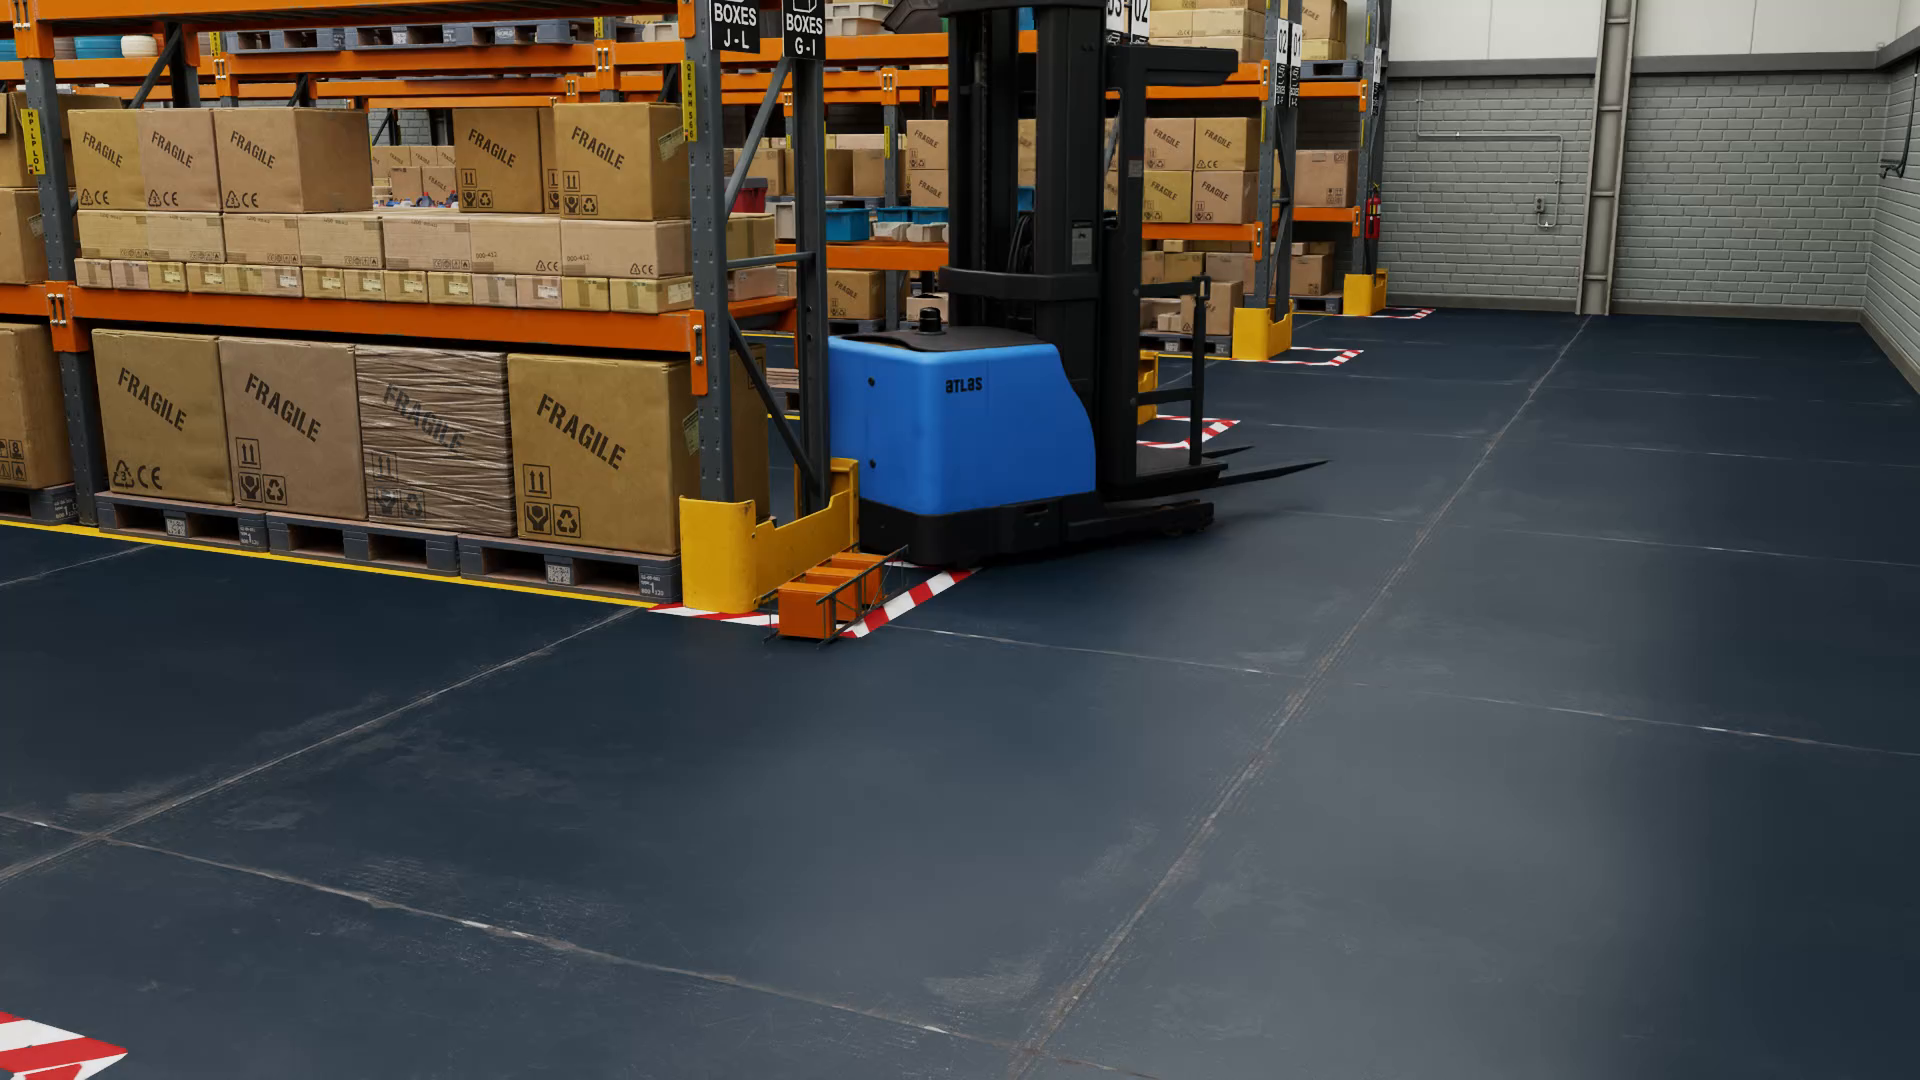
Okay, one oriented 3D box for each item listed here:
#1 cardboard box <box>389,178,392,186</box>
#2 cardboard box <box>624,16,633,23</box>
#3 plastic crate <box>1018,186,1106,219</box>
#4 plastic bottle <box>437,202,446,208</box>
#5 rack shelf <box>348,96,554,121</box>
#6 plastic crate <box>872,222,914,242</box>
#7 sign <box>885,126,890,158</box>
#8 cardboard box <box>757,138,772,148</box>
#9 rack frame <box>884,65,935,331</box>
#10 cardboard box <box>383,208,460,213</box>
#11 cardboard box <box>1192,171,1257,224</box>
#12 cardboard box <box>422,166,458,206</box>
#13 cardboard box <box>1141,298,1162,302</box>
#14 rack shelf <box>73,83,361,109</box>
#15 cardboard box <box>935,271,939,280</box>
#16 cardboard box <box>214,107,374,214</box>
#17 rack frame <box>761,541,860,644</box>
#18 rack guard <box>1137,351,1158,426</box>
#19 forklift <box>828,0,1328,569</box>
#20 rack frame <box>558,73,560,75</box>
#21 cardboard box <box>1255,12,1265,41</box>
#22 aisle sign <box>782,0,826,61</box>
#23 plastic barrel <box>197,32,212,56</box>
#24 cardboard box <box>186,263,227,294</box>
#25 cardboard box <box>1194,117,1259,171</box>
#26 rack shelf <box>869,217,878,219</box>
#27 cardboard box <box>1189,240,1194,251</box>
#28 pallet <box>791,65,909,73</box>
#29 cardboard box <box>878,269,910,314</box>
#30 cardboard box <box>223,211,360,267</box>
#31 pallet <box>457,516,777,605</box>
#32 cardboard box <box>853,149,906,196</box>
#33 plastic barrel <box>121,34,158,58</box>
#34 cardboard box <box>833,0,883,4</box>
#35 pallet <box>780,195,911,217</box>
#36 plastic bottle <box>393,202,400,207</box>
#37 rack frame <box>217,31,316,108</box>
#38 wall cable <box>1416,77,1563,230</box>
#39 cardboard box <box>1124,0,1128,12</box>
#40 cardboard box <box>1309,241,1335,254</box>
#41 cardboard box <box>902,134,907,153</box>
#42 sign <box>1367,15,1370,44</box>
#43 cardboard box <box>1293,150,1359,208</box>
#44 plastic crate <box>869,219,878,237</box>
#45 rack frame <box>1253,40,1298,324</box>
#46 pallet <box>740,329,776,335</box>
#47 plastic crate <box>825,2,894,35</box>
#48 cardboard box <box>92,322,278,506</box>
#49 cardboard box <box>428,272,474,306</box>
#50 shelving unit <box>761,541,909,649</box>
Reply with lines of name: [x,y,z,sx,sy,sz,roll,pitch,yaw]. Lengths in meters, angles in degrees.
cardboard box: [-8.709,-5.631,26.472,0.500,0.250,0.500,5,14,21]
cardboard box: [-3.799,-6.030,18.913,0.500,0.500,0.500,6,14,23]
plastic crate: [0.727,-2.340,11.951,0.499,0.435,0.616,6,14,23]
plastic bottle: [-4.384,-2.722,14.072,0.097,0.271,0.097,0,13,0]
rack shelf: [-7.679,-6.776,26.075,4.000,0.370,1.077,6,14,23]
plastic crate: [-0.512,-2.314,12.496,0.250,0.136,0.298,6,14,23]
sign: [-0.760,-4.153,17.354,0.005,0.325,0.100,6,14,23]
cardboard box: [-2.820,-5.742,24.057,0.250,0.149,0.380,3,14,14]
rack frame: [-0.539,-3.706,17.982,0.127,3.000,1.000,6,14,23]
cardboard box: [-2.642,-1.581,8.602,0.500,0.250,0.500,5,14,22]
cardboard box: [2.599,-3.369,16.327,0.500,0.500,0.500,6,15,25]
cardboard box: [-6.218,-4.325,20.402,0.500,0.500,0.500,6,14,23]
cardboard box: [1.822,-2.413,17.529,0.500,0.250,0.500,6,14,23]
rack shelf: [-9.682,-5.741,21.664,4.000,0.370,1.077,6,14,23]
cardboard box: [0.004,-4.013,23.078,0.750,0.750,0.750,6,15,25]
cardboard box: [-3.295,-1.882,8.244,0.500,0.500,0.500,5,14,21]
rack frame: [-0.641,0.215,7.302,0.008,0.200,1.050,4,14,18]
rack guard: [1.136,-1.085,12.284,0.348,0.500,1.175,6,14,23]
forklift: [0.749,-1.531,8.862,3.031,2.935,1.130,-10,16,-35]
rack frame: [-5.850,-8.402,24.862,0.127,3.000,1.000,6,14,23]
cardboard box: [2.754,-5.068,16.456,0.500,0.250,0.500,6,14,23]
aisle sign: [-0.710,-2.589,7.530,0.004,0.787,0.394,6,14,23]
plastic barrel: [-6.868,-4.867,15.268,0.600,0.901,0.600,0,13,0]
cardboard box: [-3.696,-1.345,8.472,0.250,0.149,0.380,5,14,22]
cardboard box: [2.600,-3.855,16.209,0.500,0.500,0.500,6,14,23]
rack shelf: [-2.367,-3.541,18.852,4.000,0.370,1.077,6,14,23]
cardboard box: [3.009,-3.912,21.994,0.250,0.149,0.380,6,14,24]
pallet: [-1.106,-5.150,17.980,1.003,0.211,1.213,6,14,23]
cardboard box: [-0.882,-2.799,18.624,0.500,0.500,0.500,5,14,21]
cardboard box: [-3.302,-1.517,8.330,0.500,0.250,0.500,6,15,25]
pallet: [-1.660,0.033,8.152,1.213,0.211,1.003,6,14,23]
cardboard box: [-0.881,-4.049,18.308,0.500,0.500,0.700,1,13,4]
plastic barrel: [-7.463,-4.504,15.118,0.301,0.262,0.301,0,13,0]
cardboard box: [-0.969,-5.530,17.832,0.600,0.600,0.600,4,14,18]
pallet: [-1.225,-3.709,18.416,1.213,0.211,1.003,6,14,23]
plastic bottle: [-4.790,-2.748,14.182,0.097,0.271,0.097,0,13,0]
rack frame: [-6.205,-3.042,15.151,0.127,3.000,1.000,6,14,23]
wall cable: [6.676,-4.944,21.036,1.851,1.984,0.084,6,14,23]
cardboard box: [1.719,-5.463,16.498,0.500,0.500,0.700,6,14,23]
cardboard box: [4.636,-3.748,21.294,0.250,0.149,0.380,6,14,24]
cardboard box: [-0.462,-5.442,22.827,0.500,0.250,0.500,5,14,22]
sign: [4.889,-6.111,19.903,0.005,0.325,0.100,6,14,23]
cardboard box: [4.651,-4.562,20.973,0.700,0.700,0.980,7,15,26]
plastic crate: [-0.834,-2.474,13.178,0.466,0.136,0.293,6,14,23]
rack frame: [3.119,-3.336,16.404,0.127,3.000,1.000,6,14,23]
pallet: [-2.417,-2.528,19.067,1.213,0.211,1.003,6,14,23]
plastic crate: [-0.792,-3.974,12.816,0.530,0.282,0.437,6,14,23]
cardboard box: [-3.983,-0.729,9.028,0.875,0.875,0.875,6,14,23]
cardboard box: [-2.291,-1.203,7.865,0.250,0.149,0.380,5,14,22]
shelving unit: [-0.526,0.224,7.264,0.252,0.215,1.050,4,14,18]
